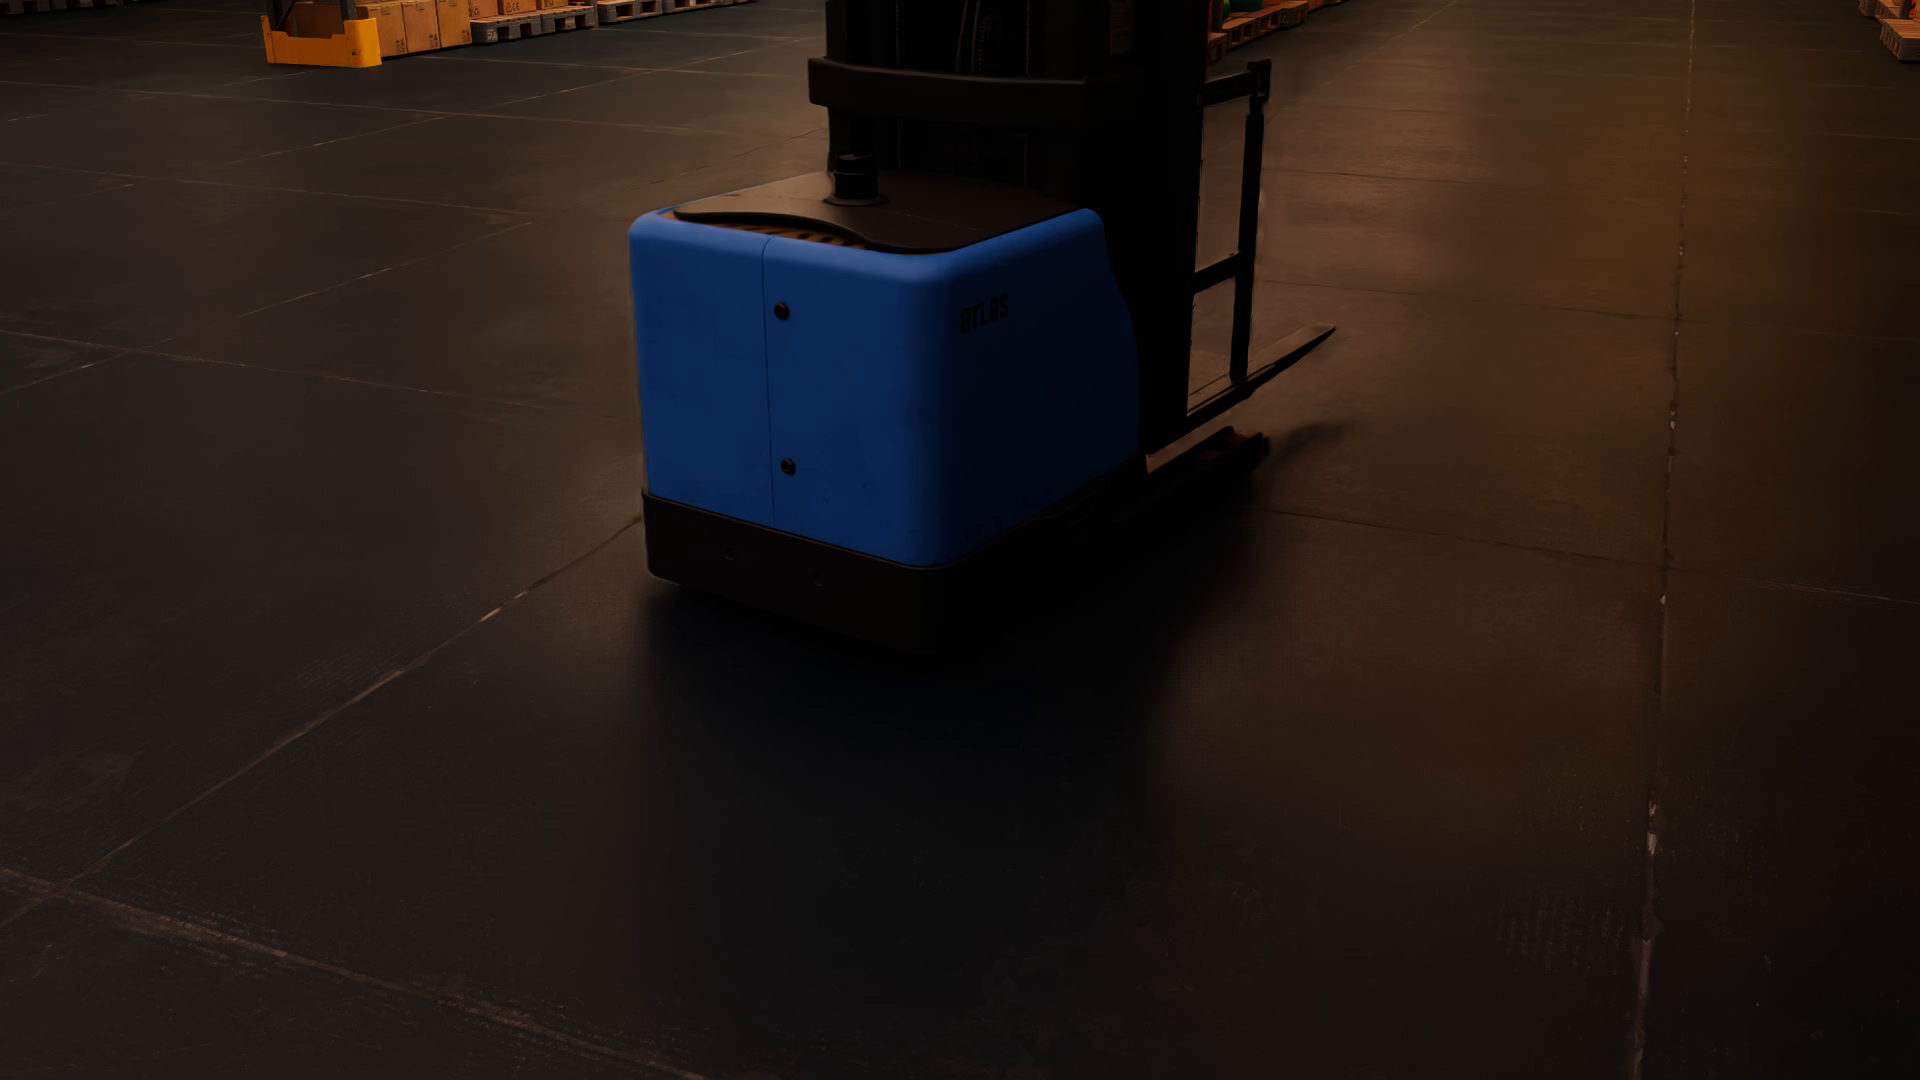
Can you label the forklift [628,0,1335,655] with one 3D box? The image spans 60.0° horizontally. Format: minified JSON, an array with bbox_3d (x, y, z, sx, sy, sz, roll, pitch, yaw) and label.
[{"bbox_3d":[0.352,-1.575,5.060,1.130,2.935,3.031,15,27,31],"label":"forklift"}]
